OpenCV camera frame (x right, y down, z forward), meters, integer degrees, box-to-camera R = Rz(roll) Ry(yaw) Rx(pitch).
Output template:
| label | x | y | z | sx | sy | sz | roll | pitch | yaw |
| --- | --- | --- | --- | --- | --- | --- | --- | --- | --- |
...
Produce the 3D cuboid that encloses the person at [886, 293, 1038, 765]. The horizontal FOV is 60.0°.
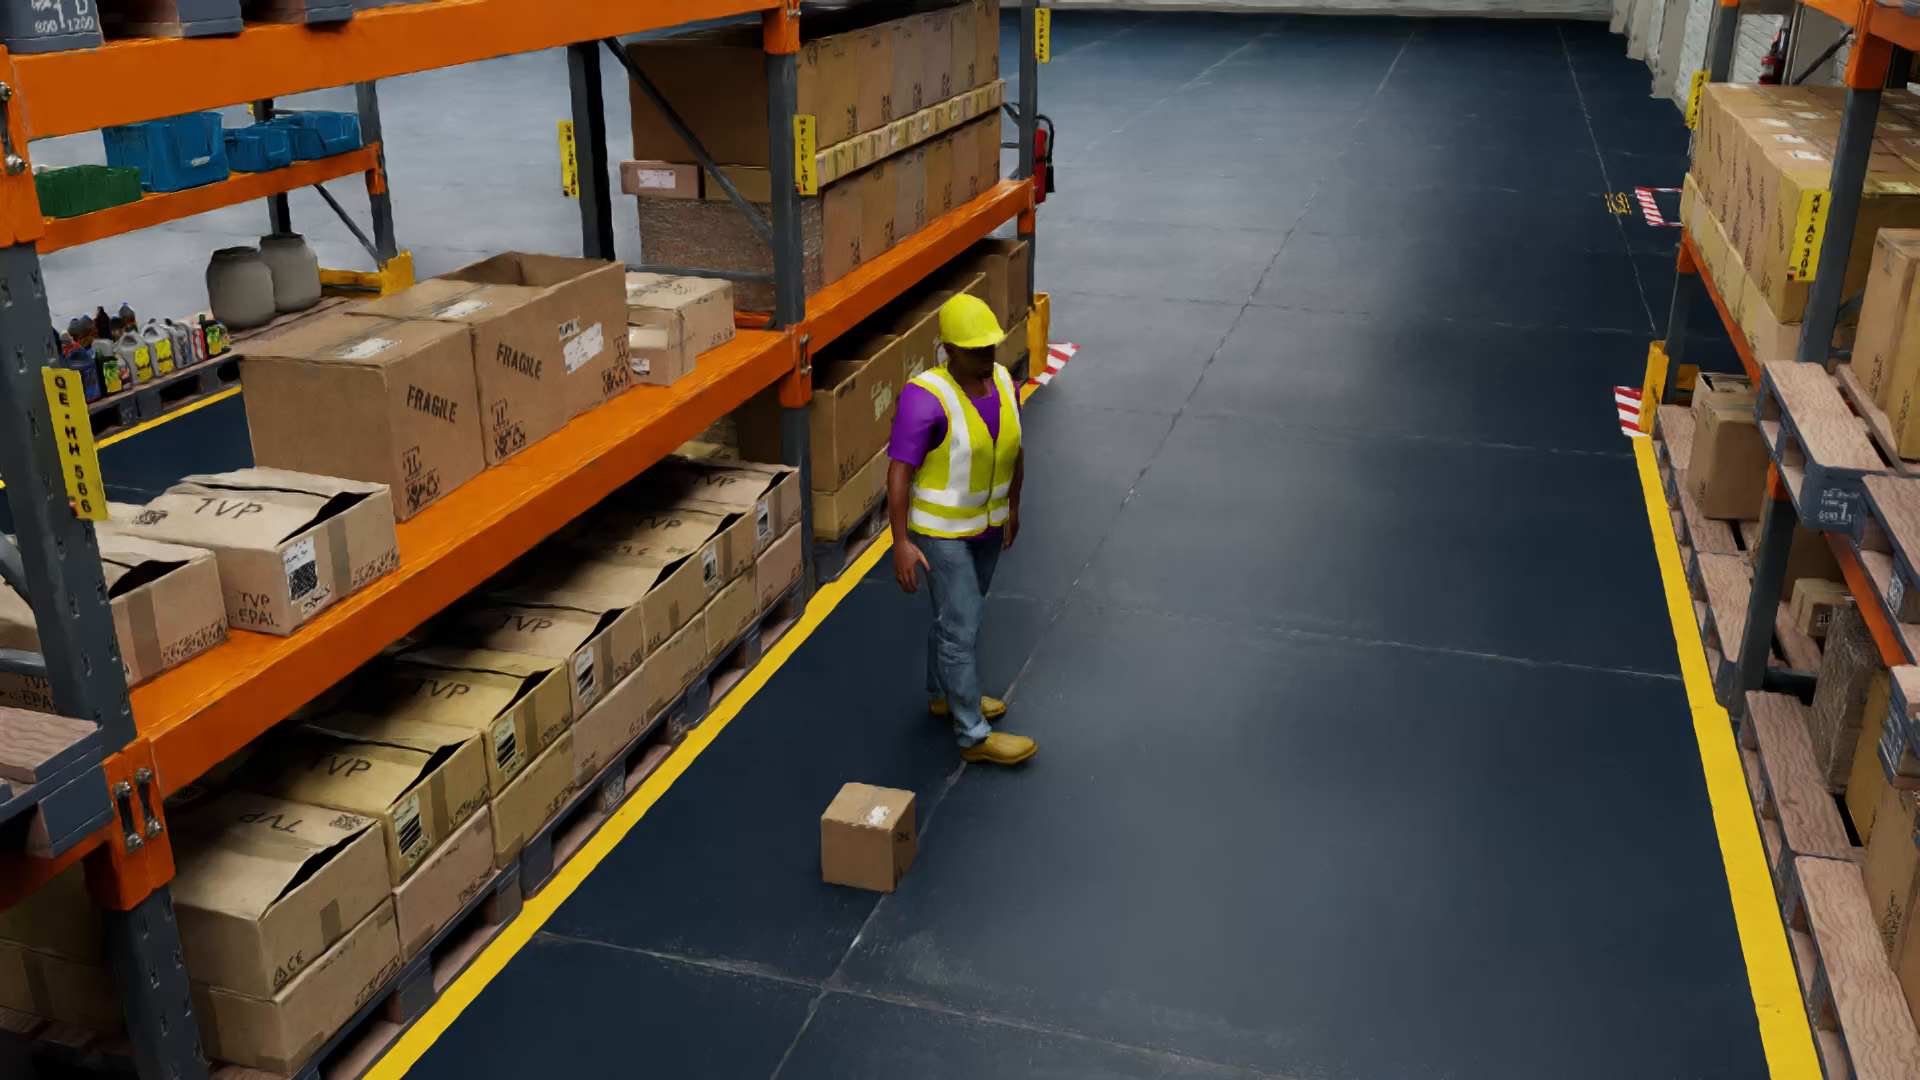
| label | x | y | z | sx | sy | sz | roll | pitch | yaw |
| --- | --- | --- | --- | --- | --- | --- | --- | --- | --- |
| person | 0.033 | -0.029 | 6.108 | 0.622 | 1.765 | 0.717 | 17 | 28 | 37 |
